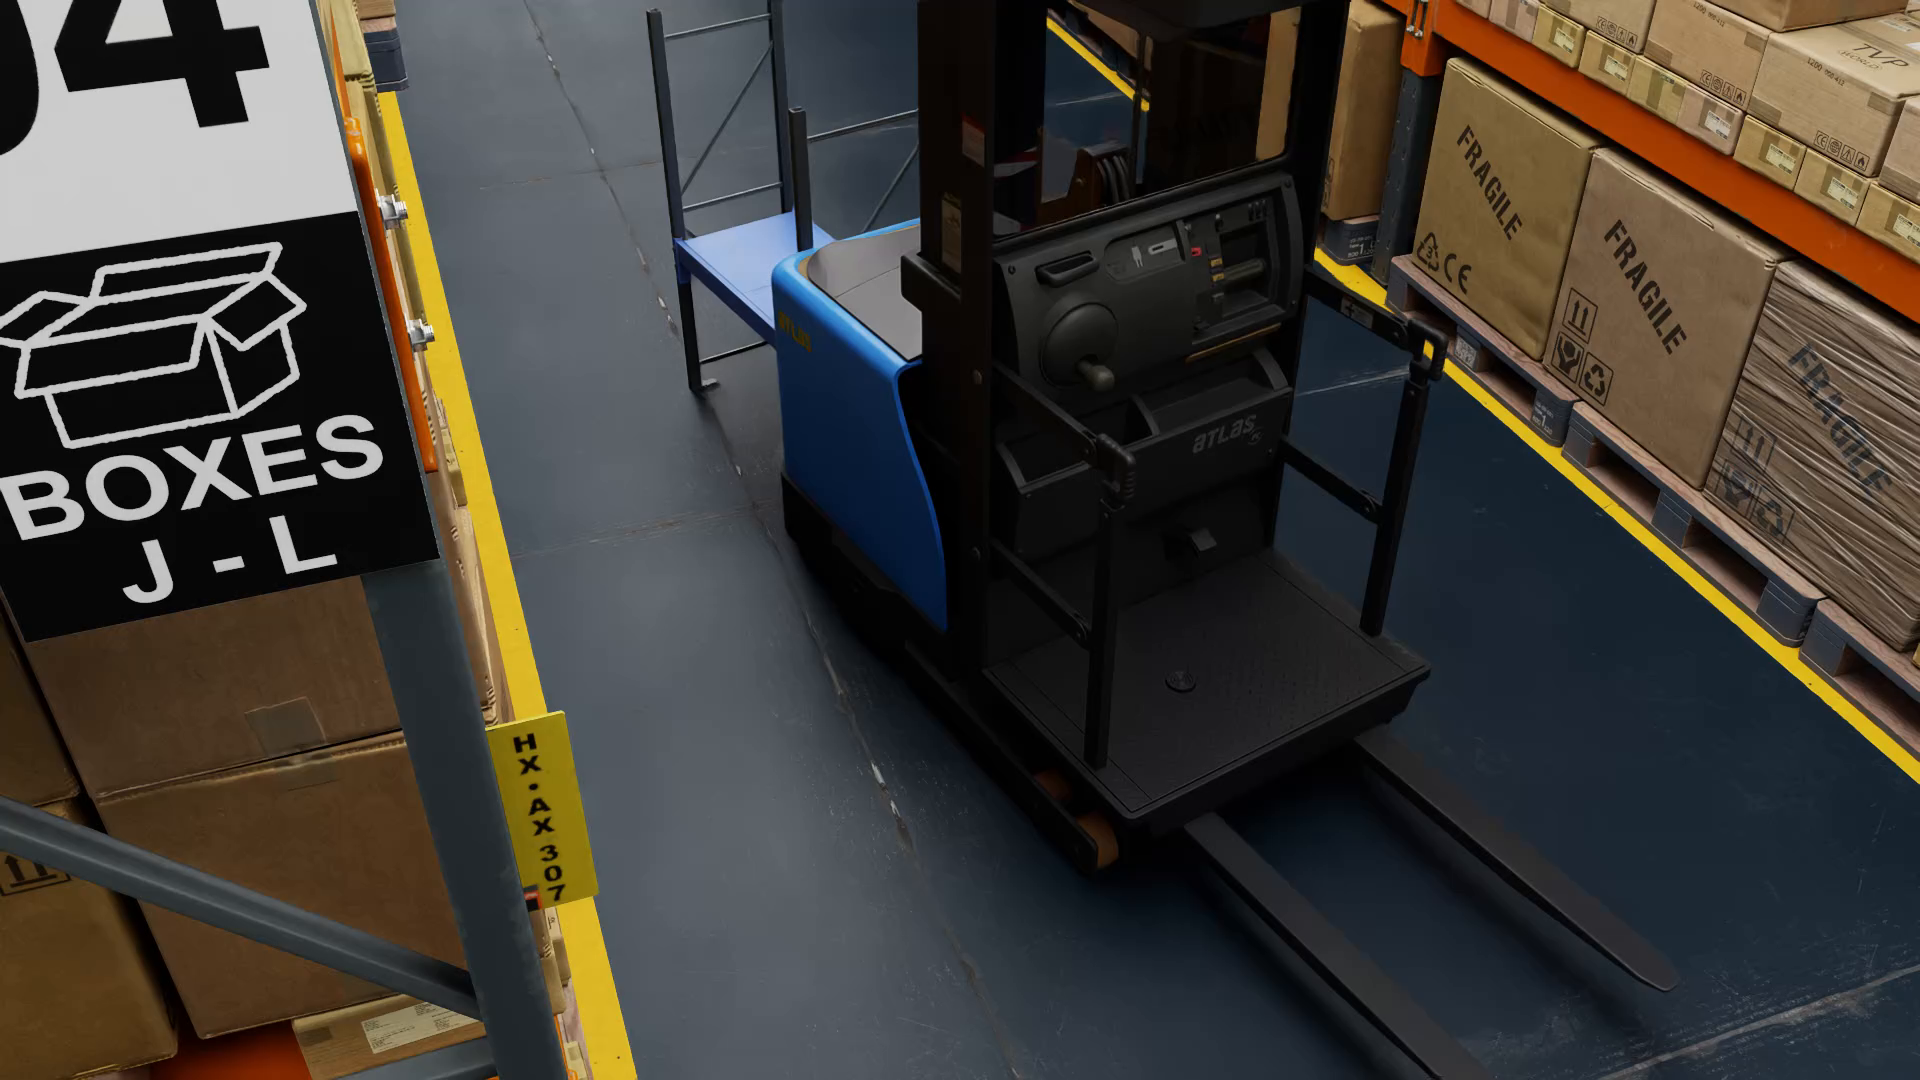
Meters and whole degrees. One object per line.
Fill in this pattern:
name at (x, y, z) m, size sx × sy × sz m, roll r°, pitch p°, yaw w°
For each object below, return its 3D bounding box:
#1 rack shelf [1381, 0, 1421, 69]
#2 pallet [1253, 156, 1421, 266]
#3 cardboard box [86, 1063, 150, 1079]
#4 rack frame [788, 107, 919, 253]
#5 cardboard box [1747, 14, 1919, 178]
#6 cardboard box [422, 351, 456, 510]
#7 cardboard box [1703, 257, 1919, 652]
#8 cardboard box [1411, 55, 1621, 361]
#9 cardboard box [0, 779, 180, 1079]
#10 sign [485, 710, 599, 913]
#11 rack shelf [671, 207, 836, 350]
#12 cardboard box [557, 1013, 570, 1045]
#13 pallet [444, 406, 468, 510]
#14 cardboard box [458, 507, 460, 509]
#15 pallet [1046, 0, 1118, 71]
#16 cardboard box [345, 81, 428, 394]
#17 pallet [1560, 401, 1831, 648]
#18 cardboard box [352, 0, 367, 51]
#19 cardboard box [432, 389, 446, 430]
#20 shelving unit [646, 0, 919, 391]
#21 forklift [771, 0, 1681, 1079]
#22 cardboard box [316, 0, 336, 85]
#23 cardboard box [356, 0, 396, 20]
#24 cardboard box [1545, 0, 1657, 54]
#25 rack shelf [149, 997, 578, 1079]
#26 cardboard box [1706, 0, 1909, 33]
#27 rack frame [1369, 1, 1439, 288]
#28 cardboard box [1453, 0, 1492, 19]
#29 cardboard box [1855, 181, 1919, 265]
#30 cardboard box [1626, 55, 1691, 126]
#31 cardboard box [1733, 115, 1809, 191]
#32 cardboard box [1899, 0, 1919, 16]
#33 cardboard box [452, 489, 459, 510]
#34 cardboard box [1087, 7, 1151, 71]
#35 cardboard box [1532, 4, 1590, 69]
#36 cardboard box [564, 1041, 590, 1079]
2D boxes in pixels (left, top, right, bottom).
rack shelf at (1.596, -3.268, 8.194) m, size 1.077 × 0.370 × 4.000 m, roll -12°, pitch 39°, yaw -16°
pallet at (1.948, -1.732, 7.874) m, size 1.003 × 0.211 × 1.213 m, roll -12°, pitch 39°, yaw -16°
cardboard box at (-1.409, 0.778, 2.432) m, size 0.380 × 0.149 × 0.250 m, roll -12°, pitch 39°, yaw -16°
rack frame at (-0.295, -0.759, 5.512) m, size 0.500 × 1.500 × 0.032 m, roll -21°, pitch 42°, yaw -26°
cardboard box at (2.712, -1.311, 4.875) m, size 0.500 × 0.250 × 0.500 m, roll -12°, pitch 39°, yaw -16°
cardboard box at (-1.291, -0.242, 3.248) m, size 0.500 × 0.500 × 0.500 m, roll -12°, pitch 39°, yaw -15°
cardboard box at (3.052, -0.344, 5.131) m, size 0.875 × 0.875 × 0.875 m, roll -12°, pitch 39°, yaw -16°
cardboard box at (2.436, -1.355, 6.473) m, size 0.875 × 0.875 × 0.875 m, roll -12°, pitch 39°, yaw -16°
cardboard box at (-1.428, 0.444, 2.337) m, size 0.500 × 0.500 × 0.500 m, roll -12°, pitch 39°, yaw -15°
sign at (-0.522, 0.345, 2.079) m, size 0.100 × 0.325 × 0.005 m, roll -12°, pitch 39°, yaw -16°
rack shelf at (-0.572, -0.872, 5.961) m, size 0.538 × 0.185 × 1.000 m, roll -21°, pitch 42°, yaw -26°
cardboard box at (-1.012, 1.140, 3.516) m, size 0.380 × 0.149 × 0.250 m, roll -13°, pitch 39°, yaw -16°
pallet at (-2.143, 0.030, 5.535) m, size 1.003 × 0.211 × 1.213 m, roll -12°, pitch 39°, yaw -16°
cardboard box at (-1.791, -0.034, 5.322) m, size 0.380 × 0.149 × 0.250 m, roll -14°, pitch 39°, yaw -17°
pallet at (1.108, -3.111, 9.704) m, size 1.003 × 0.211 × 1.213 m, roll -12°, pitch 39°, yaw -16°
cardboard box at (-1.116, -0.347, 2.556) m, size 0.500 × 0.500 × 0.500 m, roll -11°, pitch 38°, yaw -15°
pallet at (2.896, -0.176, 5.808) m, size 1.003 × 0.211 × 1.213 m, roll -12°, pitch 39°, yaw -16°
cardboard box at (-1.453, -0.932, 3.333) m, size 0.500 × 0.500 × 0.500 m, roll -14°, pitch 39°, yaw -17°
cardboard box at (-1.896, -0.341, 5.483) m, size 0.380 × 0.149 × 0.250 m, roll -14°, pitch 39°, yaw -18°
shelving unit at (-0.572, -1.016, 5.852) m, size 0.538 × 1.500 × 1.048 m, roll -21°, pitch 42°, yaw -26°
forklift at (0.624, -0.592, 4.099) m, size 1.130 × 2.935 × 3.031 m, roll -21°, pitch 42°, yaw -26°
cardboard box at (-0.946, -0.641, 1.740) m, size 0.500 × 0.250 × 0.500 m, roll -11°, pitch 38°, yaw -14°
cardboard box at (-2.112, -1.841, 5.561) m, size 0.380 × 0.149 × 0.250 m, roll -14°, pitch 39°, yaw -18°
cardboard box at (2.366, -1.883, 5.634) m, size 0.500 × 0.250 × 0.500 m, roll -13°, pitch 39°, yaw -16°
rack shelf at (-1.720, -0.039, 3.906) m, size 1.077 × 0.370 × 4.000 m, roll -12°, pitch 39°, yaw -16°
cardboard box at (2.554, -1.888, 5.018) m, size 0.500 × 0.500 × 0.500 m, roll -14°, pitch 39°, yaw -17°
rack frame at (2.284, -2.426, 6.477) m, size 1.000 × 3.000 × 0.127 m, roll -12°, pitch 39°, yaw -16°
cardboard box at (2.073, -2.090, 6.240) m, size 0.380 × 0.149 × 0.250 m, roll -12°, pitch 39°, yaw -16°
cardboard box at (2.786, -0.922, 4.690) m, size 0.380 × 0.149 × 0.250 m, roll -12°, pitch 39°, yaw -16°
cardboard box at (2.435, -1.500, 5.457) m, size 0.380 × 0.149 × 0.250 m, roll -13°, pitch 39°, yaw -17°
cardboard box at (2.611, -1.209, 5.071) m, size 0.380 × 0.149 × 0.250 m, roll -14°, pitch 39°, yaw -17°
cardboard box at (3.039, -1.710, 5.404) m, size 0.500 × 0.250 × 0.500 m, roll -12°, pitch 39°, yaw -15°
cardboard box at (-1.627, -0.004, 4.788) m, size 0.380 × 0.149 × 0.250 m, roll -14°, pitch 39°, yaw -18°
cardboard box at (1.425, -3.105, 8.796) m, size 1.225 × 0.875 × 0.875 m, roll -12°, pitch 39°, yaw -16°
cardboard box at (2.255, -1.792, 5.845) m, size 0.380 × 0.149 × 0.250 m, roll -11°, pitch 38°, yaw -14°
cardboard box at (-0.893, 1.171, 3.229) m, size 0.380 × 0.149 × 0.250 m, roll -14°, pitch 39°, yaw -18°
